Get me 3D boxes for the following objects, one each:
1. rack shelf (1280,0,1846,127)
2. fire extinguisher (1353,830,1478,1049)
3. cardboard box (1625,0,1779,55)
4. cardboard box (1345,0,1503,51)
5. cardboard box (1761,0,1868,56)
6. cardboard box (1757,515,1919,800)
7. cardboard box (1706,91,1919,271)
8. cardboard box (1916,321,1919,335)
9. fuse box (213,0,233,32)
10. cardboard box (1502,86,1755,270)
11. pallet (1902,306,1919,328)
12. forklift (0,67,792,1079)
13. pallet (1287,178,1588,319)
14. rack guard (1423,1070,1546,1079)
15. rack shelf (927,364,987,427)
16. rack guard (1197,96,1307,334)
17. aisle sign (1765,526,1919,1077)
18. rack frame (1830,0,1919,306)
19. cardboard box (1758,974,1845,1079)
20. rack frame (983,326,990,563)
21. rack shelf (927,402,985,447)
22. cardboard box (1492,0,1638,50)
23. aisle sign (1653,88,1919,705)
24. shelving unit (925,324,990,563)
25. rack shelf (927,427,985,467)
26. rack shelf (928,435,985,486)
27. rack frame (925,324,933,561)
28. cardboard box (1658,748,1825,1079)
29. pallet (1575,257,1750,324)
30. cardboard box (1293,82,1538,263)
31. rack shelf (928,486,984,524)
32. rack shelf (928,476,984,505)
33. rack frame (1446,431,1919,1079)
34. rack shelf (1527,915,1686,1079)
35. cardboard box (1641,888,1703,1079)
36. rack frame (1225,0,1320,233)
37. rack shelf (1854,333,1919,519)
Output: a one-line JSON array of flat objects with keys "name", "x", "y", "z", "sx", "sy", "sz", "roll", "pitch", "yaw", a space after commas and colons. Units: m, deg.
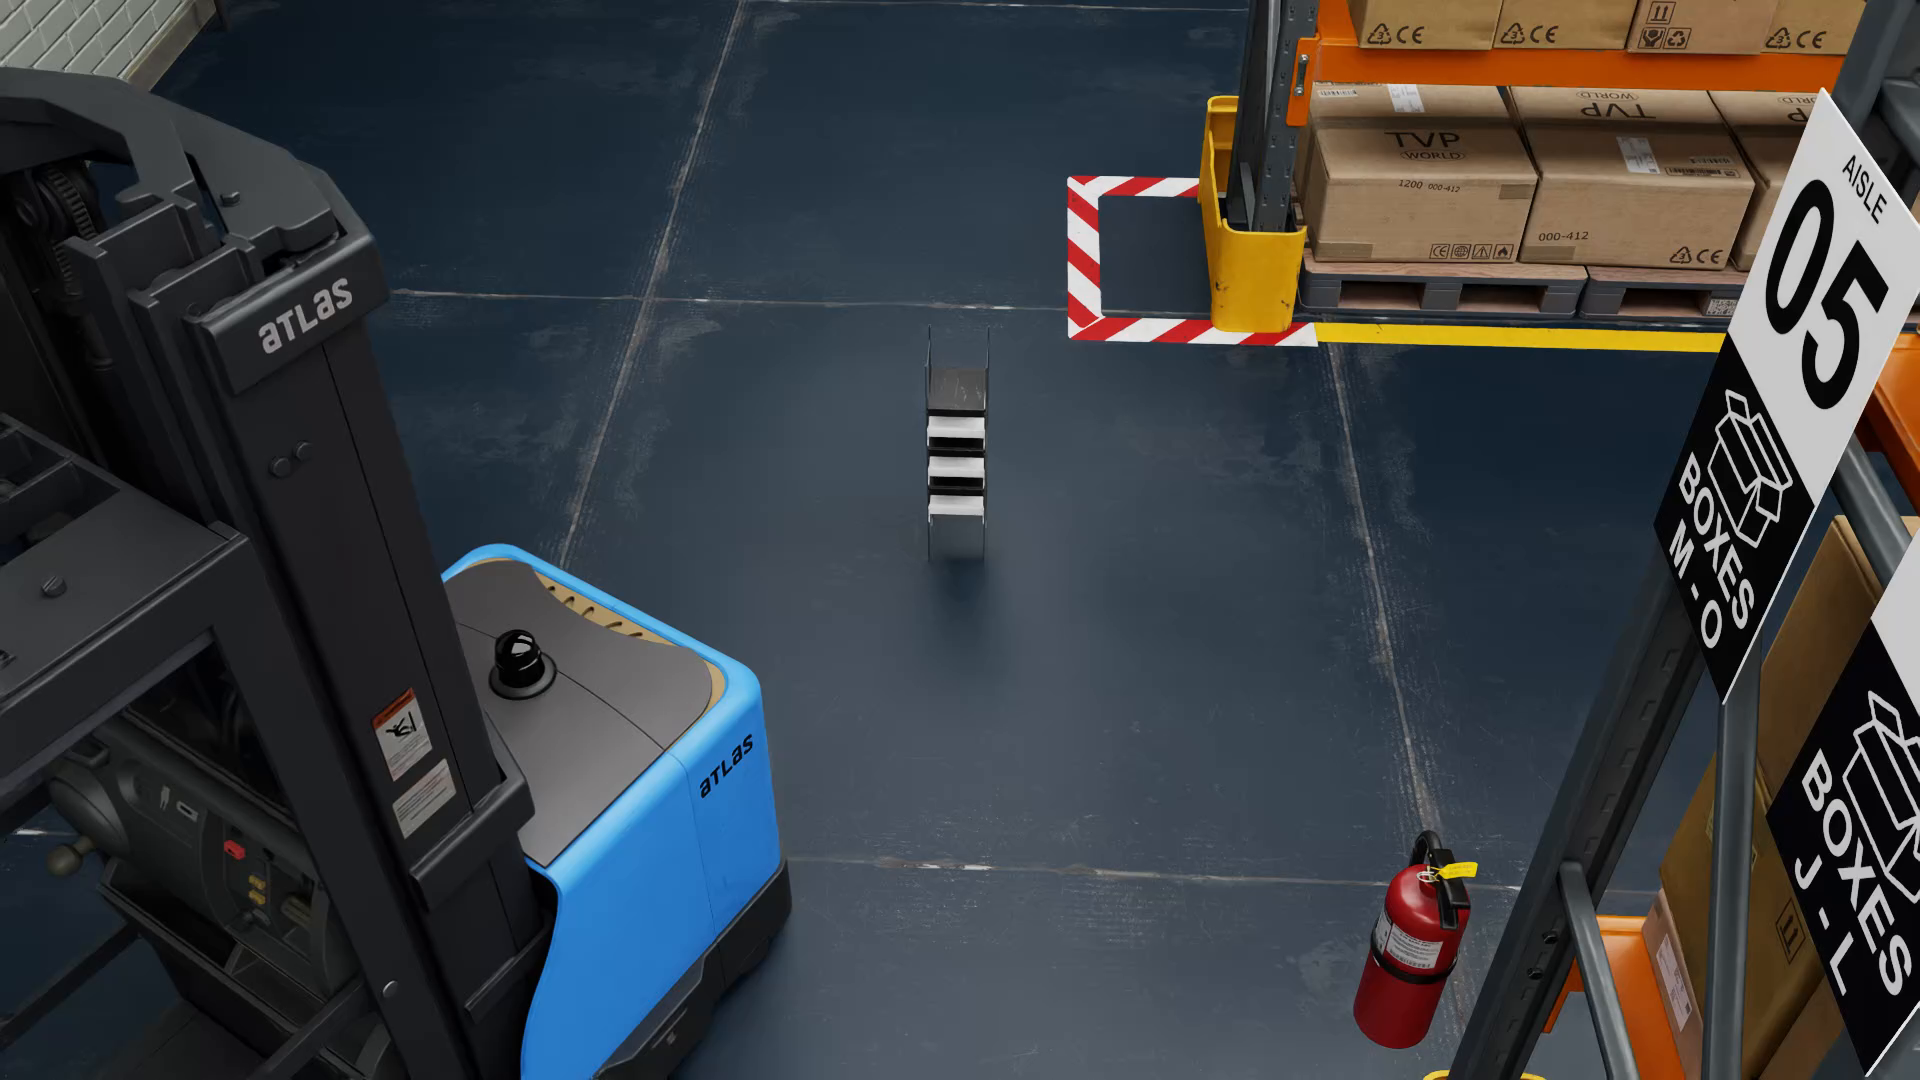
[{"name": "rack shelf", "x": 3.317, "y": -2.070, "z": 6.799, "sx": 4.000, "sy": 0.370, "sz": 1.077, "roll": 2, "pitch": 43, "yaw": 2}, {"name": "fire extinguisher", "x": 0.966, "y": 0.822, "z": 3.498, "sx": 0.183, "sy": 0.674, "sz": 0.296, "roll": 2, "pitch": 43, "yaw": 2}, {"name": "cardboard box", "x": 2.799, "y": -2.197, "z": 6.334, "sx": 0.500, "sy": 0.500, "sz": 0.500, "roll": 2, "pitch": 43, "yaw": 2}, {"name": "cardboard box", "x": 1.785, "y": -2.221, "z": 6.360, "sx": 0.500, "sy": 0.500, "sz": 0.500, "roll": 1, "pitch": 43, "yaw": 2}, {"name": "cardboard box", "x": 3.300, "y": -2.193, "z": 6.330, "sx": 0.500, "sy": 0.500, "sz": 0.500, "roll": 3, "pitch": 43, "yaw": 3}, {"name": "cardboard box", "x": 1.665, "y": 0.312, "z": 2.689, "sx": 0.500, "sy": 0.500, "sz": 0.500, "roll": 1, "pitch": 43, "yaw": 1}, {"name": "cardboard box", "x": 3.798, "y": -1.608, "z": 7.347, "sx": 0.875, "sy": 0.438, "sz": 0.875, "roll": 1, "pitch": 43, "yaw": 1}, {"name": "cardboard box", "x": 1.663, "y": -0.230, "z": 2.206, "sx": 0.500, "sy": 0.250, "sz": 0.500, "roll": 1, "pitch": 43, "yaw": 1}, {"name": "fuse box", "x": -4.075, "y": -3.507, "z": 8.759, "sx": 0.414, "sy": 1.711, "sz": 0.539, "roll": 2, "pitch": 43, "yaw": 2}, {"name": "cardboard box", "x": 2.897, "y": -1.636, "z": 7.378, "sx": 0.875, "sy": 0.438, "sz": 0.875, "roll": 3, "pitch": 43, "yaw": 3}, {"name": "pallet", "x": 4.558, "y": -1.328, "z": 7.521, "sx": 1.213, "sy": 0.211, "sz": 1.003, "roll": 2, "pitch": 43, "yaw": 2}, {"name": "forklift", "x": -1.733, "y": 0.718, "z": 3.329, "sx": 1.130, "sy": 2.935, "sz": 3.031, "roll": 24, "pitch": 48, "yaw": 24}, {"name": "pallet", "x": 2.121, "y": -1.403, "z": 7.602, "sx": 1.213, "sy": 0.211, "sz": 1.003, "roll": 2, "pitch": 43, "yaw": 2}, {"name": "rack guard", "x": 1.273, "y": 1.896, "z": 3.848, "sx": 0.348, "sy": 0.500, "sz": 1.175, "roll": 2, "pitch": 43, "yaw": 2}, {"name": "rack shelf", "x": -0.008, "y": -0.503, "z": 5.782, "sx": 0.200, "sy": 0.077, "sz": 0.258, "roll": 2, "pitch": 43, "yaw": 2}, {"name": "rack guard", "x": 1.295, "y": -1.481, "z": 7.473, "sx": 0.348, "sy": 0.500, "sz": 1.175, "roll": 2, "pitch": 43, "yaw": 2}, {"name": "aisle sign", "x": 1.110, "y": 0.230, "z": 1.896, "sx": 0.004, "sy": 0.787, "sz": 0.394, "roll": 2, "pitch": 43, "yaw": 2}, {"name": "rack frame", "x": 1.197, "y": -1.216, "z": 0.954, "sx": 0.127, "sy": 3.000, "sz": 1.000, "roll": 2, "pitch": 43, "yaw": 2}, {"name": "cardboard box", "x": 1.633, "y": 1.035, "z": 2.646, "sx": 0.500, "sy": 0.500, "sz": 0.500, "roll": 4, "pitch": 43, "yaw": 4}, {"name": "rack frame", "x": 0.093, "y": -0.326, "z": 5.940, "sx": 0.006, "sy": 0.900, "sz": 0.240, "roll": 2, "pitch": 43, "yaw": 2}, {"name": "rack shelf", "x": -0.008, "y": -0.437, "z": 5.844, "sx": 0.200, "sy": 0.077, "sz": 0.258, "roll": 2, "pitch": 43, "yaw": 2}, {"name": "cardboard box", "x": 2.292, "y": -2.225, "z": 6.364, "sx": 0.500, "sy": 0.500, "sz": 0.500, "roll": 1, "pitch": 43, "yaw": 1}, {"name": "aisle sign", "x": 1.137, "y": -0.179, "z": 2.334, "sx": 0.004, "sy": 0.787, "sz": 0.394, "roll": 2, "pitch": 43, "yaw": 2}, {"name": "shelving unit", "x": -0.008, "y": -0.330, "z": 5.944, "sx": 0.210, "sy": 0.900, "sz": 0.258, "roll": 2, "pitch": 43, "yaw": 2}, {"name": "rack shelf", "x": -0.008, "y": -0.371, "z": 5.905, "sx": 0.200, "sy": 0.077, "sz": 0.258, "roll": 2, "pitch": 43, "yaw": 2}, {"name": "rack shelf", "x": -0.008, "y": -0.305, "z": 5.966, "sx": 0.200, "sy": 0.077, "sz": 0.258, "roll": 2, "pitch": 43, "yaw": 2}, {"name": "rack frame", "x": -0.110, "y": -0.333, "z": 5.947, "sx": 0.006, "sy": 0.900, "sz": 0.240, "roll": 2, "pitch": 43, "yaw": 2}, {"name": "cardboard box", "x": 1.657, "y": 0.672, "z": 3.036, "sx": 0.500, "sy": 0.500, "sz": 0.500, "roll": 3, "pitch": 43, "yaw": 3}, {"name": "pallet", "x": 3.336, "y": -1.364, "z": 7.559, "sx": 1.213, "sy": 0.211, "sz": 1.003, "roll": 2, "pitch": 43, "yaw": 2}, {"name": "cardboard box", "x": 1.982, "y": -1.659, "z": 7.402, "sx": 0.875, "sy": 0.438, "sz": 0.875, "roll": 0, "pitch": 43, "yaw": 0}, {"name": "rack shelf", "x": -0.008, "y": -0.173, "z": 6.089, "sx": 0.200, "sy": 0.077, "sz": 0.258, "roll": 2, "pitch": 43, "yaw": 2}, {"name": "rack shelf", "x": -0.008, "y": -0.239, "z": 6.028, "sx": 0.200, "sy": 0.077, "sz": 0.258, "roll": 2, "pitch": 43, "yaw": 2}, {"name": "rack frame", "x": 1.197, "y": 0.979, "z": 2.999, "sx": 0.127, "sy": 3.000, "sz": 1.000, "roll": 2, "pitch": 43, "yaw": 2}, {"name": "rack shelf", "x": 3.195, "y": 1.304, "z": 3.178, "sx": 4.000, "sy": 0.370, "sz": 1.077, "roll": 2, "pitch": 43, "yaw": 2}, {"name": "cardboard box", "x": 1.535, "y": 0.888, "z": 3.280, "sx": 0.250, "sy": 0.149, "sz": 0.380, "roll": 2, "pitch": 43, "yaw": 2}, {"name": "rack frame", "x": 1.319, "y": -2.395, "z": 6.620, "sx": 0.127, "sy": 3.000, "sz": 1.000, "roll": 2, "pitch": 43, "yaw": 2}, {"name": "rack shelf", "x": 3.195, "y": 0.206, "z": 2.155, "sx": 4.000, "sy": 0.370, "sz": 1.077, "roll": 2, "pitch": 43, "yaw": 2}]
